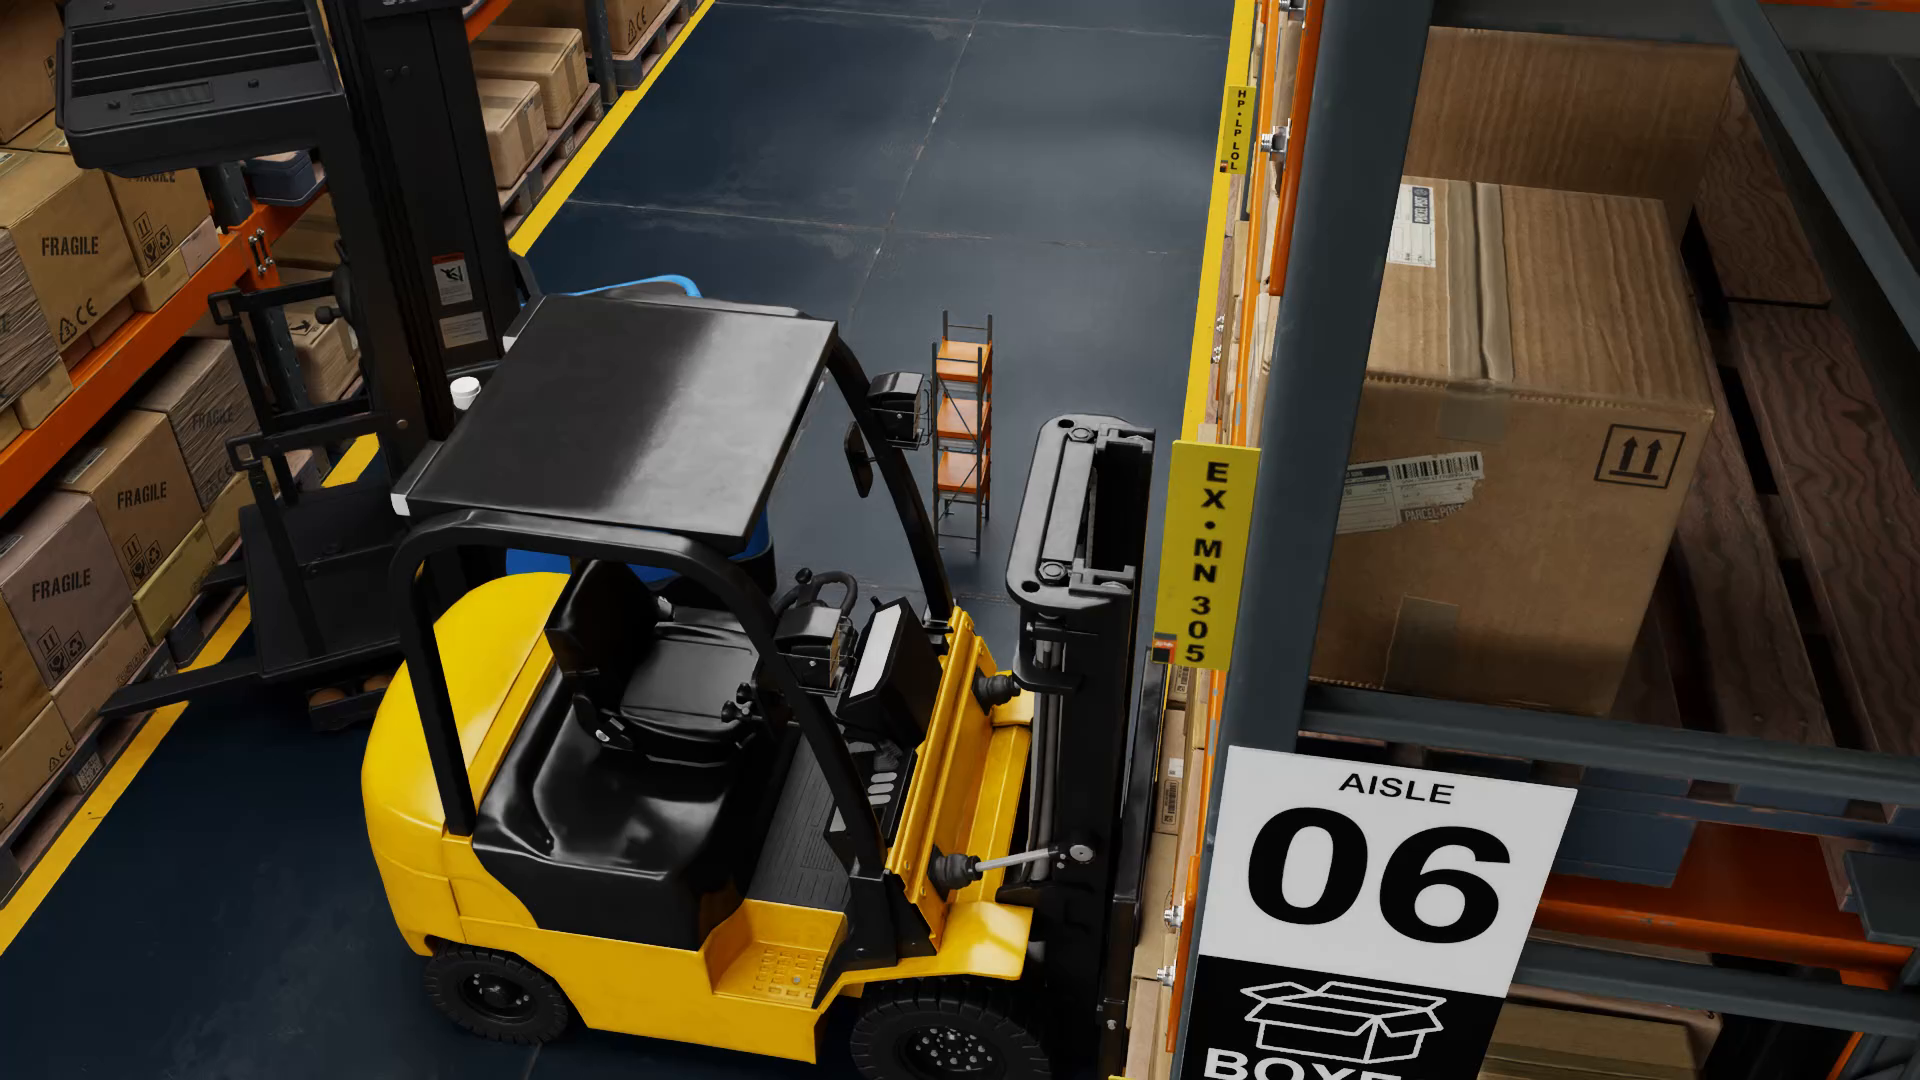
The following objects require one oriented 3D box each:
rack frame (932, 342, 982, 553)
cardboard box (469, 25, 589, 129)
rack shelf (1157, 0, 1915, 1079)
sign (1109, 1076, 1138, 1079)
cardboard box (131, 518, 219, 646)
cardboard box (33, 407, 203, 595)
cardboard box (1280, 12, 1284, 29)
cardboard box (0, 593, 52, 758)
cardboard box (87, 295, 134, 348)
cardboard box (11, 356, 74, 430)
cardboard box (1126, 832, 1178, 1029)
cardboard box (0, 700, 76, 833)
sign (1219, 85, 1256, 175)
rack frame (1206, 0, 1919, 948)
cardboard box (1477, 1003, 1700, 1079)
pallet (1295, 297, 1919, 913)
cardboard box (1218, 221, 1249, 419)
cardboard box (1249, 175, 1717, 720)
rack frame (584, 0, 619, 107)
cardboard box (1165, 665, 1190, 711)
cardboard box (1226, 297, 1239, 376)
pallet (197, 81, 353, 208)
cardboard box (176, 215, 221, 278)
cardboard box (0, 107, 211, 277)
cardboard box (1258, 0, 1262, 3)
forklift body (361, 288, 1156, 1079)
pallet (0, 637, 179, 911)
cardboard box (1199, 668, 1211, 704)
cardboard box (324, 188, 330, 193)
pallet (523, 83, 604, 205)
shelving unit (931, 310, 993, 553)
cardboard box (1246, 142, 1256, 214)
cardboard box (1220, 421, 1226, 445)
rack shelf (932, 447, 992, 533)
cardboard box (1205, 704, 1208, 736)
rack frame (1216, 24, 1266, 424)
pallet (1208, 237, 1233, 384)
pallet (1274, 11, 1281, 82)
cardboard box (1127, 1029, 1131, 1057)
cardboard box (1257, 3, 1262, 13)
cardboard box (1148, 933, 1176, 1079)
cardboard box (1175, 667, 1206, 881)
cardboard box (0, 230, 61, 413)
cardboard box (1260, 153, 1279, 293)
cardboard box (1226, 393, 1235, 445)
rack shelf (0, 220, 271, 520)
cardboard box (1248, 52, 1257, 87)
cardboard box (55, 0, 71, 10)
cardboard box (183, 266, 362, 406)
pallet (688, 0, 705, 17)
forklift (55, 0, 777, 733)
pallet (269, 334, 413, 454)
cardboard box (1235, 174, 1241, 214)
[{"bbox_3d":[-0.012,-0.362,6.863,0.200,1.050,0.008,6,40,8],"label":"rack frame"},{"bbox_3d":[-2.803,-2.801,10.017,0.950,0.372,0.625,4,40,5],"label":"cardboard box"},{"bbox_3d":[1.156,-0.574,3.801,1.077,0.370,4.000,6,40,8],"label":"rack shelf"},{"bbox_3d":[0.278,0.954,2.648,0.100,0.325,0.005,6,40,8],"label":"sign"},{"bbox_3d":[-3.308,0.138,6.557,0.500,0.250,0.500,5,40,6],"label":"cardboard box"},{"bbox_3d":[-3.312,-0.166,6.337,0.500,0.500,0.500,7,40,8],"label":"cardboard box"},{"bbox_3d":[0.946,-1.357,3.881,0.396,0.266,0.258,6,40,7],"label":"cardboard box"},{"bbox_3d":[-3.483,0.491,5.542,0.500,0.500,0.500,7,40,9],"label":"cardboard box"},{"bbox_3d":[-3.301,-0.851,6.122,0.380,0.149,0.250,7,40,8],"label":"cardboard box"},{"bbox_3d":[-3.316,-0.525,5.728,0.380,0.149,0.250,6,40,7],"label":"cardboard box"},{"bbox_3d":[0.742,1.110,4.597,0.500,0.250,0.500,7,40,8],"label":"cardboard box"},{"bbox_3d":[-3.490,0.774,5.788,0.500,0.250,0.500,9,40,11],"label":"cardboard box"},{"bbox_3d":[0.966,-1.420,5.767,0.100,0.325,0.005,6,40,8],"label":"sign"},{"bbox_3d":[0.810,-0.752,1.098,1.000,3.000,0.127,6,40,8],"label":"rack frame"},{"bbox_3d":[1.078,0.970,2.902,0.380,0.149,0.250,6,40,7],"label":"cardboard box"},{"bbox_3d":[0.957,-0.003,2.615,1.003,0.211,1.213,6,40,8],"label":"pallet"},{"bbox_3d":[1.168,-0.739,5.712,0.500,0.500,0.500,5,40,6],"label":"cardboard box"},{"bbox_3d":[0.646,-0.140,2.224,0.500,0.500,0.500,8,40,9],"label":"cardboard box"},{"bbox_3d":[-2.695,-4.006,9.741,1.000,3.000,0.127,6,40,8],"label":"rack frame"},{"bbox_3d":[0.936,0.464,5.378,0.500,0.250,0.500,8,40,9],"label":"cardboard box"},{"bbox_3d":[1.011,-0.592,5.024,0.380,0.149,0.250,7,40,9],"label":"cardboard box"},{"bbox_3d":[-3.112,-1.885,7.327,1.003,0.211,1.213,6,40,8],"label":"pallet"},{"bbox_3d":[-3.143,-1.163,6.500,0.380,0.149,0.250,6,40,7],"label":"cardboard box"},{"bbox_3d":[-3.220,-1.342,6.208,0.500,0.500,0.500,5,40,7],"label":"cardboard box"},{"bbox_3d":[1.504,-2.458,7.281,0.380,0.149,0.250,5,40,6],"label":"cardboard box"},{"bbox_3d":[-0.659,0.496,4.962,2.313,2.155,1.214,6,40,8],"label":"forklift body"},{"bbox_3d":[-3.678,0.773,6.150,1.003,0.211,1.213,6,40,8],"label":"pallet"},{"bbox_3d":[0.747,0.260,3.761,0.380,0.149,0.250,7,40,9],"label":"cardboard box"},{"bbox_3d":[-3.060,-1.862,8.881,0.950,0.372,0.625,8,40,9],"label":"cardboard box"},{"bbox_3d":[-2.832,-2.441,10.037,1.003,0.211,1.213,6,40,8],"label":"pallet"},{"bbox_3d":[0.009,-0.438,6.956,0.215,1.050,0.252,6,40,8],"label":"shelving unit"},{"bbox_3d":[1.154,-1.186,5.510,0.380,0.149,0.250,7,40,9],"label":"cardboard box"},{"bbox_3d":[1.007,-0.093,4.930,0.500,0.500,0.500,6,40,7],"label":"cardboard box"},{"bbox_3d":[0.009,-0.216,7.140,0.215,0.259,0.240,6,40,8],"label":"rack shelf"},{"bbox_3d":[0.768,0.376,3.854,0.380,0.149,0.250,5,40,6],"label":"cardboard box"},{"bbox_3d":[1.502,-0.950,6.045,1.000,3.000,0.127,6,40,8],"label":"rack frame"},{"bbox_3d":[1.800,-1.110,8.427,1.003,0.211,1.213,6,40,8],"label":"pallet"},{"bbox_3d":[1.380,-1.534,4.467,1.003,0.211,1.213,6,40,8],"label":"pallet"},{"bbox_3d":[0.752,1.285,4.777,0.500,0.250,0.500,6,40,7],"label":"cardboard box"},{"bbox_3d":[1.680,-2.704,7.891,0.500,0.250,0.500,5,40,7],"label":"cardboard box"},{"bbox_3d":[0.636,1.184,3.386,0.500,0.500,0.500,6,40,7],"label":"cardboard box"},{"bbox_3d":[0.823,0.537,4.168,0.500,0.500,0.500,6,40,7],"label":"cardboard box"},{"bbox_3d":[-3.387,-0.692,5.421,0.500,0.500,0.500,7,40,9],"label":"cardboard box"},{"bbox_3d":[0.698,-0.457,2.793,0.396,0.266,0.258,6,40,8],"label":"cardboard box"},{"bbox_3d":[0.938,-0.268,4.632,0.380,0.149,0.250,5,40,6],"label":"cardboard box"},{"bbox_3d":[-3.734,0.037,5.416,1.077,0.370,4.000,6,40,8],"label":"rack shelf"},{"bbox_3d":[1.417,-1.745,6.732,0.500,0.250,0.500,5,40,7],"label":"cardboard box"},{"bbox_3d":[-3.534,-2.126,6.825,0.500,0.500,0.500,6,40,7],"label":"cardboard box"},{"bbox_3d":[-3.299,-0.974,7.807,0.950,0.372,0.625,7,40,8],"label":"cardboard box"},{"bbox_3d":[-2.271,-4.181,12.141,1.003,0.211,1.213,6,40,8],"label":"pallet"},{"bbox_3d":[-2.328,-0.784,5.898,3.031,2.935,1.130,-15,42,-17],"label":"forklift"},{"bbox_3d":[-3.254,-0.909,8.184,1.003,0.211,1.213,6,40,8],"label":"pallet"},{"bbox_3d":[1.413,-1.554,6.893,0.500,0.250,0.500,6,40,7],"label":"cardboard box"}]
